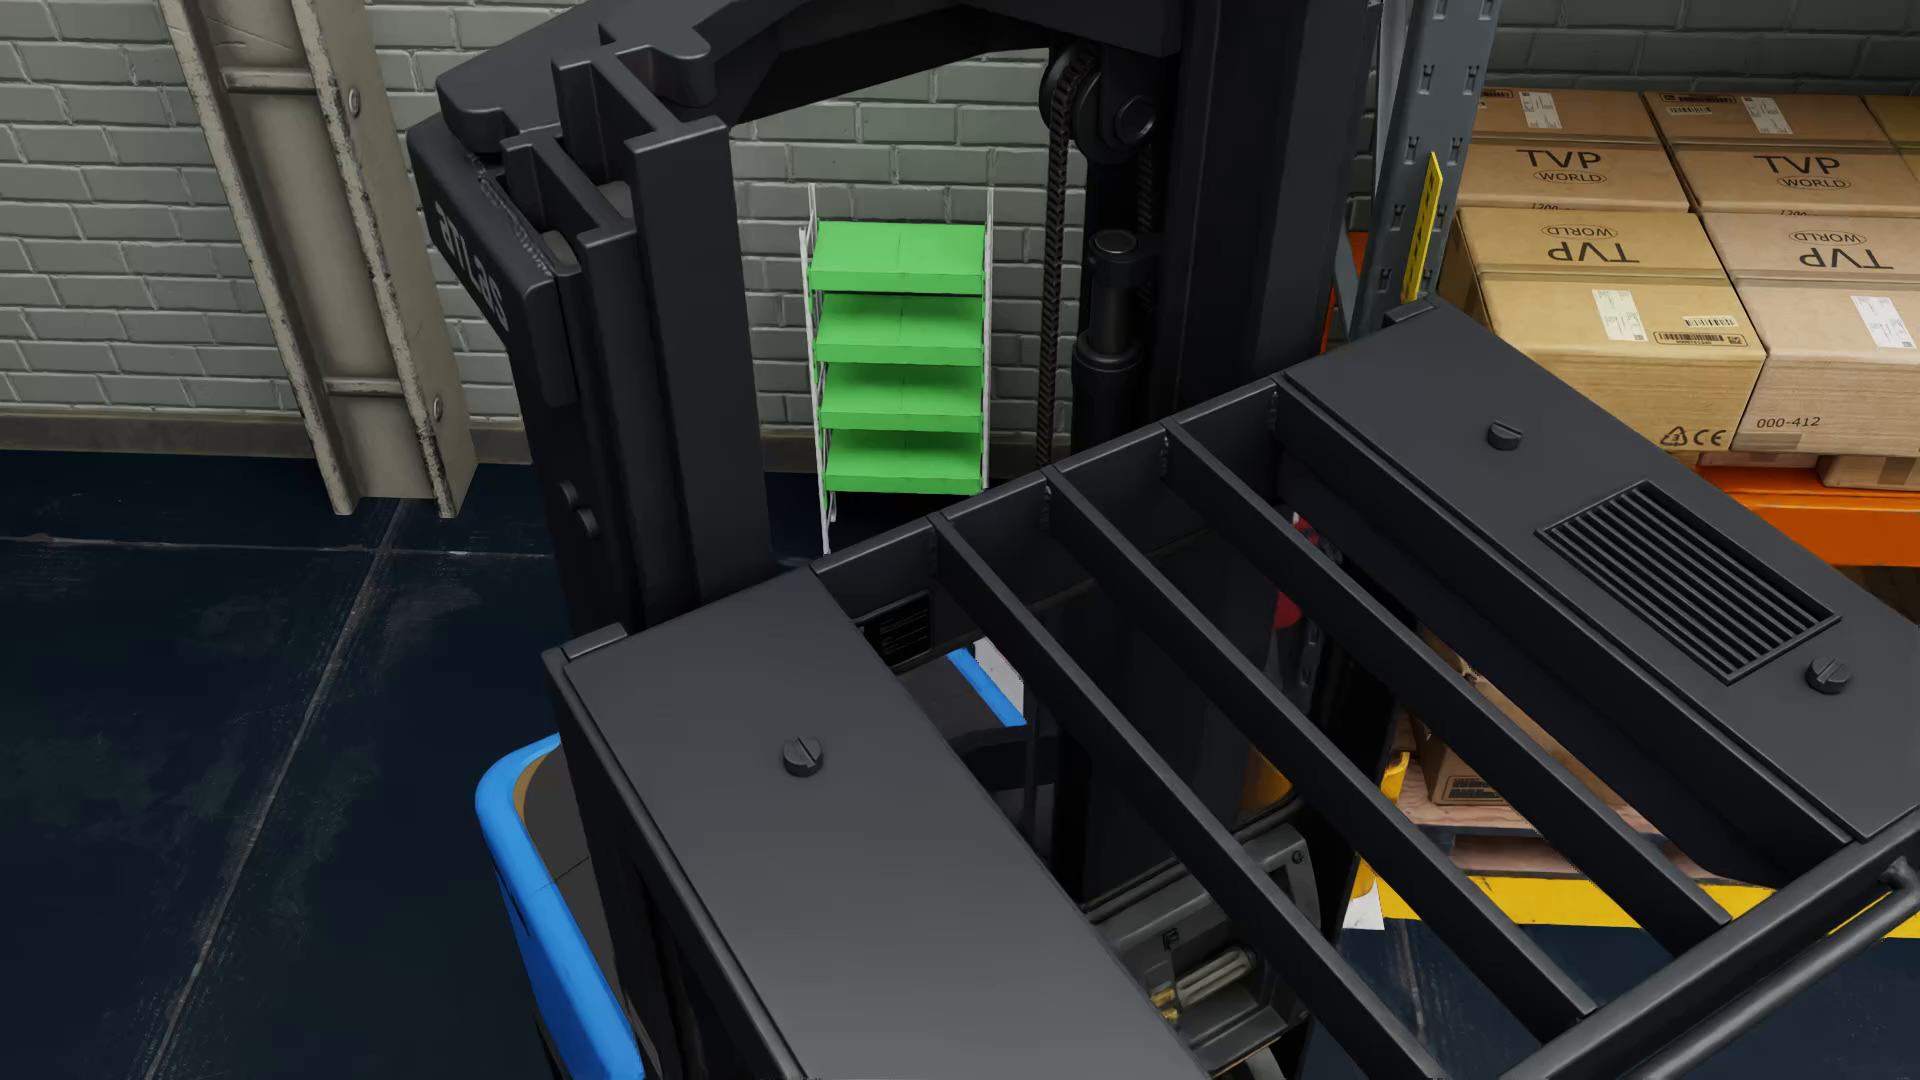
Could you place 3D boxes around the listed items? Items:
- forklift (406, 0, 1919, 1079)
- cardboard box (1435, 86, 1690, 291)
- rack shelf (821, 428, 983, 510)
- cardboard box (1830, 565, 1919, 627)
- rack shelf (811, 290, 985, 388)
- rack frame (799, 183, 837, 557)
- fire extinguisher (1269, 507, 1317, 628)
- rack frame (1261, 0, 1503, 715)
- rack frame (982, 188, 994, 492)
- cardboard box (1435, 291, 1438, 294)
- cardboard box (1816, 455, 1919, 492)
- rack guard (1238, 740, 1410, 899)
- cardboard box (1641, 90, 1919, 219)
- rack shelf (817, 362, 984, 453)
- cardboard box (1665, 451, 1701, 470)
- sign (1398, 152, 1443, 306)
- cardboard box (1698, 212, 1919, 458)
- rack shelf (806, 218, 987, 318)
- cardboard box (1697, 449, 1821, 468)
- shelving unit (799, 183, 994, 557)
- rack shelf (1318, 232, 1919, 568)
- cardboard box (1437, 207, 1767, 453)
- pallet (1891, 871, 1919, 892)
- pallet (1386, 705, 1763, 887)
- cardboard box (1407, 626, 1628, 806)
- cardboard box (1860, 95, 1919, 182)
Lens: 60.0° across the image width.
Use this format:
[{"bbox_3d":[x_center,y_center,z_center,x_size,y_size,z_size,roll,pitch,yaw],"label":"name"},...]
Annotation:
[{"bbox_3d":[0.245,0.837,2.201,1.130,2.935,3.031,-23,48,-23],"label":"forklift"},{"bbox_3d":[1.319,-0.803,3.803,0.500,0.250,0.500,3,43,3],"label":"cardboard box"},{"bbox_3d":[-0.165,-0.222,5.054,0.480,0.148,0.258,2,43,2],"label":"rack shelf"},{"bbox_3d":[2.307,0.315,4.237,0.500,0.500,0.700,3,43,4],"label":"cardboard box"},{"bbox_3d":[-0.166,-0.573,4.726,0.480,0.148,0.258,2,43,2],"label":"rack shelf"},{"bbox_3d":[-0.409,-0.452,4.855,0.015,1.200,0.240,2,43,2],"label":"rack frame"},{"bbox_3d":[0.680,-0.107,3.495,0.183,0.674,0.296,2,43,2],"label":"fire extinguisher"},{"bbox_3d":[0.848,-0.582,3.674,0.127,3.000,1.000,2,43,2],"label":"rack frame"},{"bbox_3d":[0.078,-0.437,4.838,0.015,1.200,0.240,2,43,2],"label":"rack frame"},{"bbox_3d":[1.191,-0.663,3.945,0.250,0.149,0.380,1,43,1],"label":"cardboard box"},{"bbox_3d":[1.934,-0.283,3.538,0.250,0.149,0.380,3,43,3],"label":"cardboard box"},{"bbox_3d":[0.924,0.335,4.524,0.348,0.500,1.175,2,43,2],"label":"rack guard"},{"bbox_3d":[1.834,-0.786,3.785,0.500,0.250,0.500,2,43,2],"label":"cardboard box"},{"bbox_3d":[-0.165,-0.397,4.890,0.480,0.148,0.258,2,43,2],"label":"rack shelf"},{"bbox_3d":[1.420,-0.317,3.574,0.250,0.149,0.380,3,43,3],"label":"cardboard box"},{"bbox_3d":[0.823,-0.529,2.983,0.005,0.325,0.100,2,43,2],"label":"sign"},{"bbox_3d":[1.792,-0.423,3.396,0.500,0.250,0.500,2,43,2],"label":"cardboard box"},{"bbox_3d":[-0.166,-0.749,4.563,0.480,0.148,0.258,2,43,2],"label":"rack shelf"},{"bbox_3d":[1.684,-0.333,3.591,0.250,0.149,0.380,1,43,1],"label":"cardboard box"},{"bbox_3d":[-0.165,-0.444,4.846,0.503,1.200,0.258,2,43,2],"label":"shelving unit"},{"bbox_3d":[2.846,-0.258,3.854,4.000,0.370,1.077,2,43,2],"label":"rack shelf"},{"bbox_3d":[1.289,-0.439,3.412,0.500,0.250,0.500,2,43,2],"label":"cardboard box"},{"bbox_3d":[2.936,0.504,4.555,1.213,0.211,1.003,2,43,2],"label":"pallet"},{"bbox_3d":[1.720,0.464,4.597,1.213,0.211,1.003,2,43,2],"label":"pallet"},{"bbox_3d":[1.454,0.261,4.293,0.637,0.503,0.797,0,43,0],"label":"cardboard box"},{"bbox_3d":[2.329,-0.768,3.765,0.500,0.250,0.500,3,43,3],"label":"cardboard box"}]
